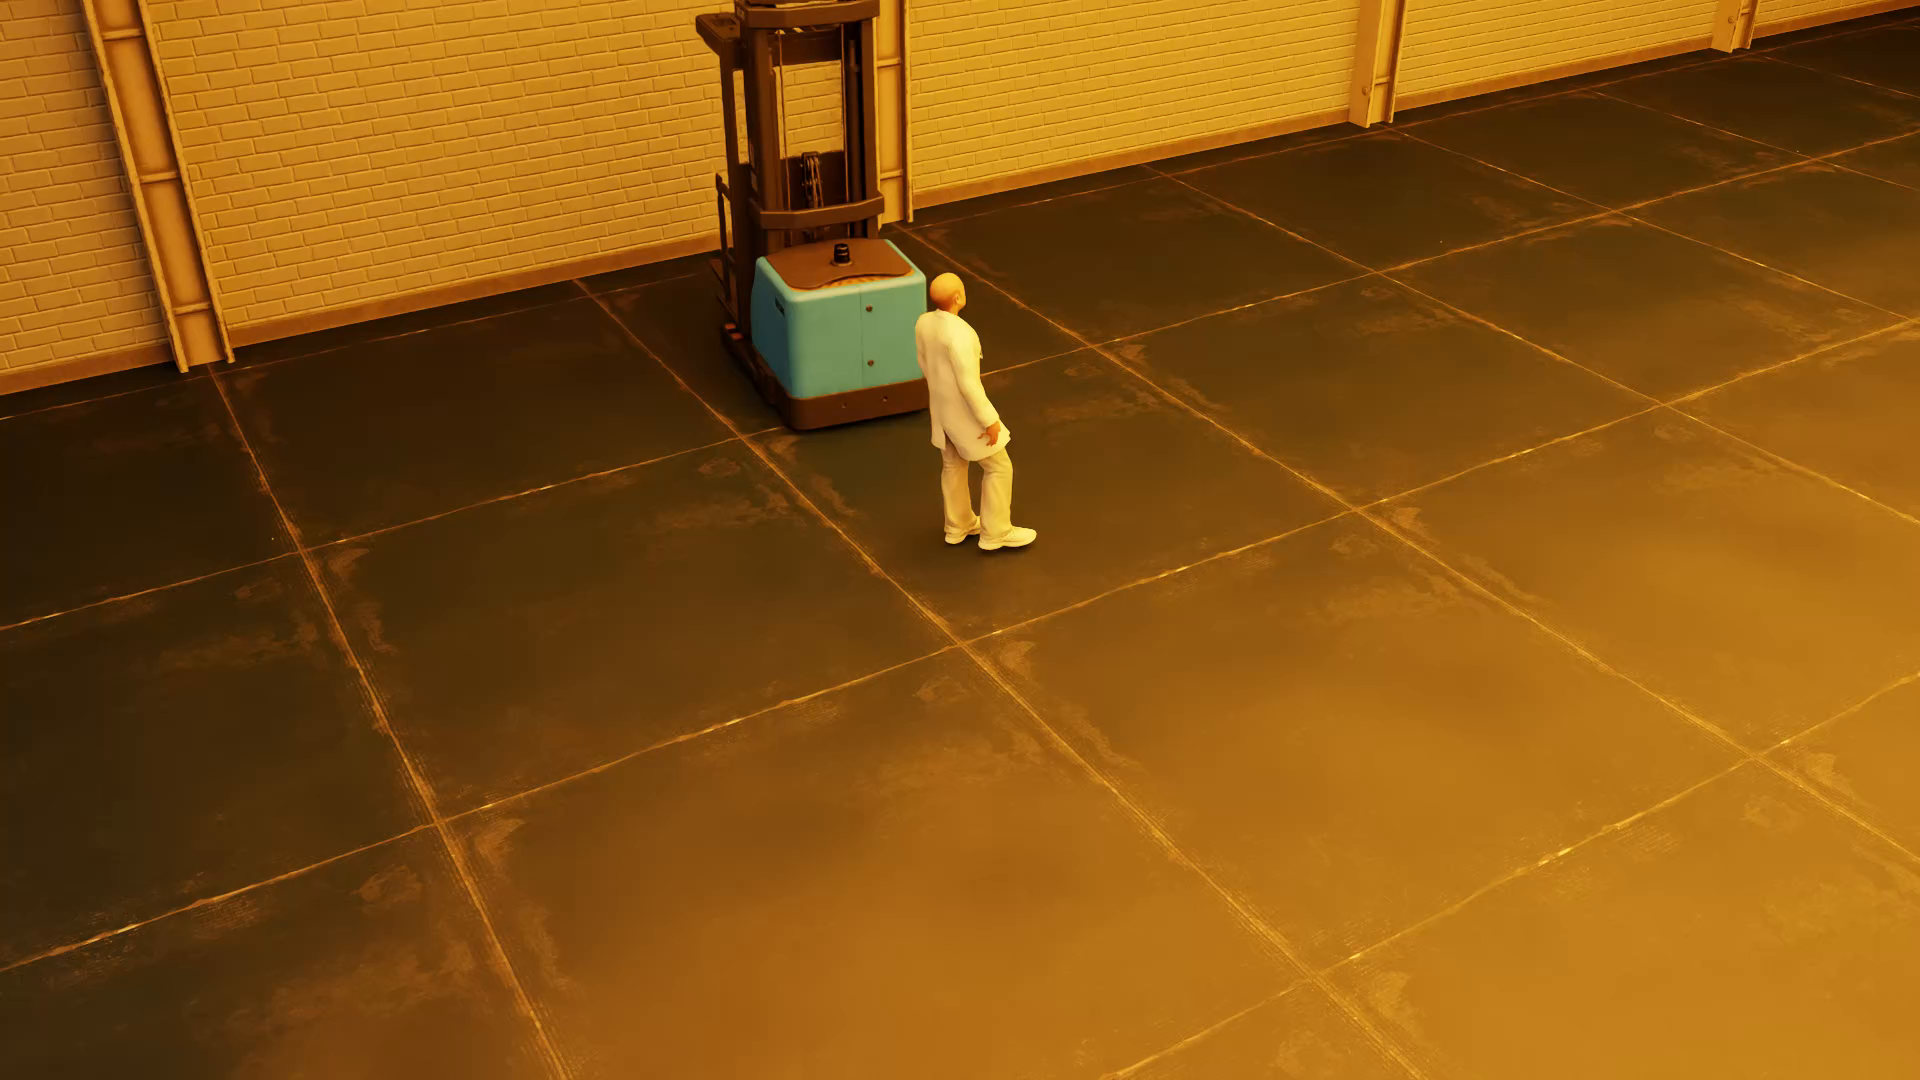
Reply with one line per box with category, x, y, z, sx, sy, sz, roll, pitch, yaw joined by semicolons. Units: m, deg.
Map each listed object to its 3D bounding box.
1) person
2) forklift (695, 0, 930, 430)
person;0.081;-0.792;10.077;0.579;1.778;0.698;-17;35;-26
forklift;-1.238;-2.771;12.275;1.130;2.935;3.031;-12;33;-19
